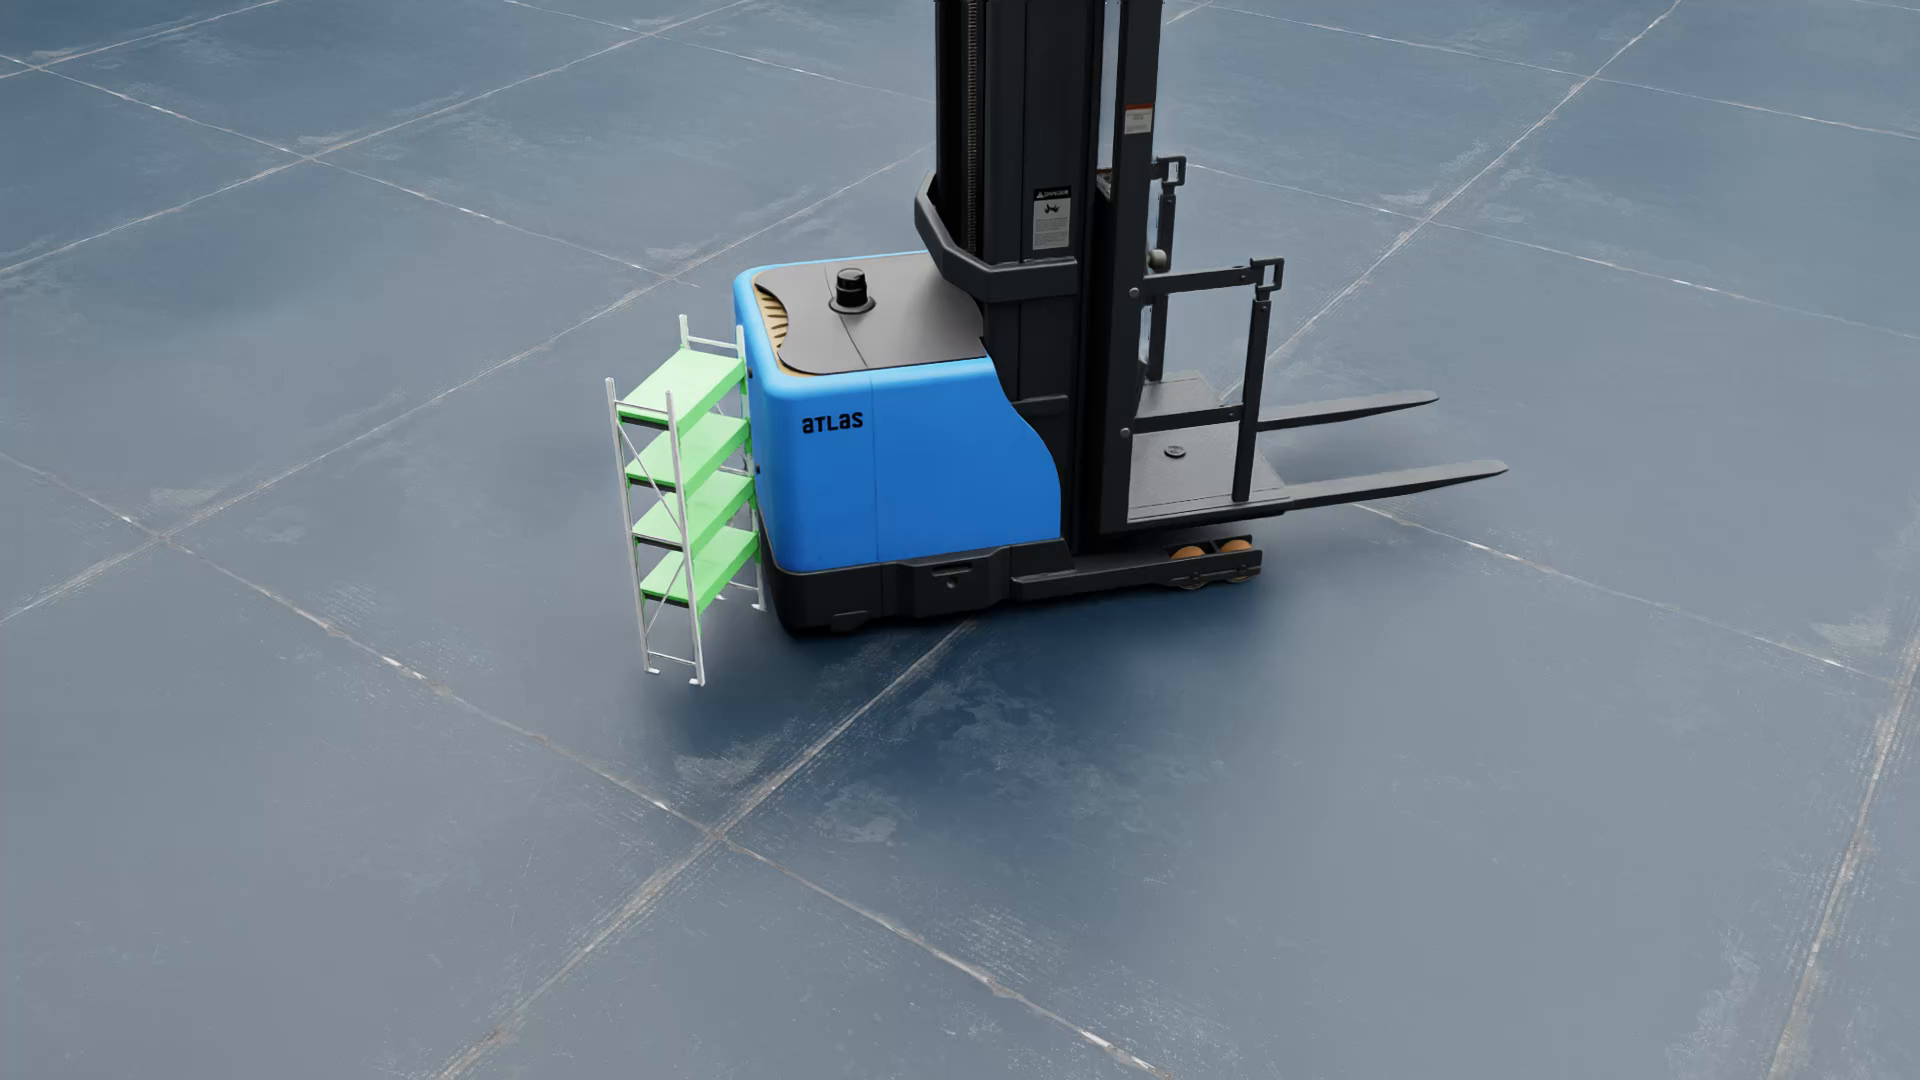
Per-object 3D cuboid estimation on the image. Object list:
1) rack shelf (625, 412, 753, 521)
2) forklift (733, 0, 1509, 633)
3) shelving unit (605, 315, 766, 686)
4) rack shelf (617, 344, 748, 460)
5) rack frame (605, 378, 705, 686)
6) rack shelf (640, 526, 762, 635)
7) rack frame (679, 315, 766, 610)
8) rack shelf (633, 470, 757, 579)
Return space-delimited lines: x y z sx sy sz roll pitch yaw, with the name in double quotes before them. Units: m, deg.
"rack shelf" -0.945 -0.274 5.770 0.258 0.148 0.480 12 36 17
"forklift" 0.693 -1.302 6.059 3.031 2.935 1.130 -8 35 -11
"shelving unit" -0.945 -0.129 5.869 0.258 1.200 0.503 12 36 17
"rack shelf" -0.945 -0.473 5.636 0.258 0.148 0.480 12 36 17
"rack frame" -1.032 -0.001 5.680 0.240 1.200 0.015 12 36 17
"rack shelf" -0.945 0.123 6.039 0.258 0.148 0.480 12 36 17
"rack frame" -0.857 -0.256 6.058 0.240 1.200 0.015 12 36 17
"rack shelf" -0.945 -0.076 5.905 0.258 0.148 0.480 12 36 17
